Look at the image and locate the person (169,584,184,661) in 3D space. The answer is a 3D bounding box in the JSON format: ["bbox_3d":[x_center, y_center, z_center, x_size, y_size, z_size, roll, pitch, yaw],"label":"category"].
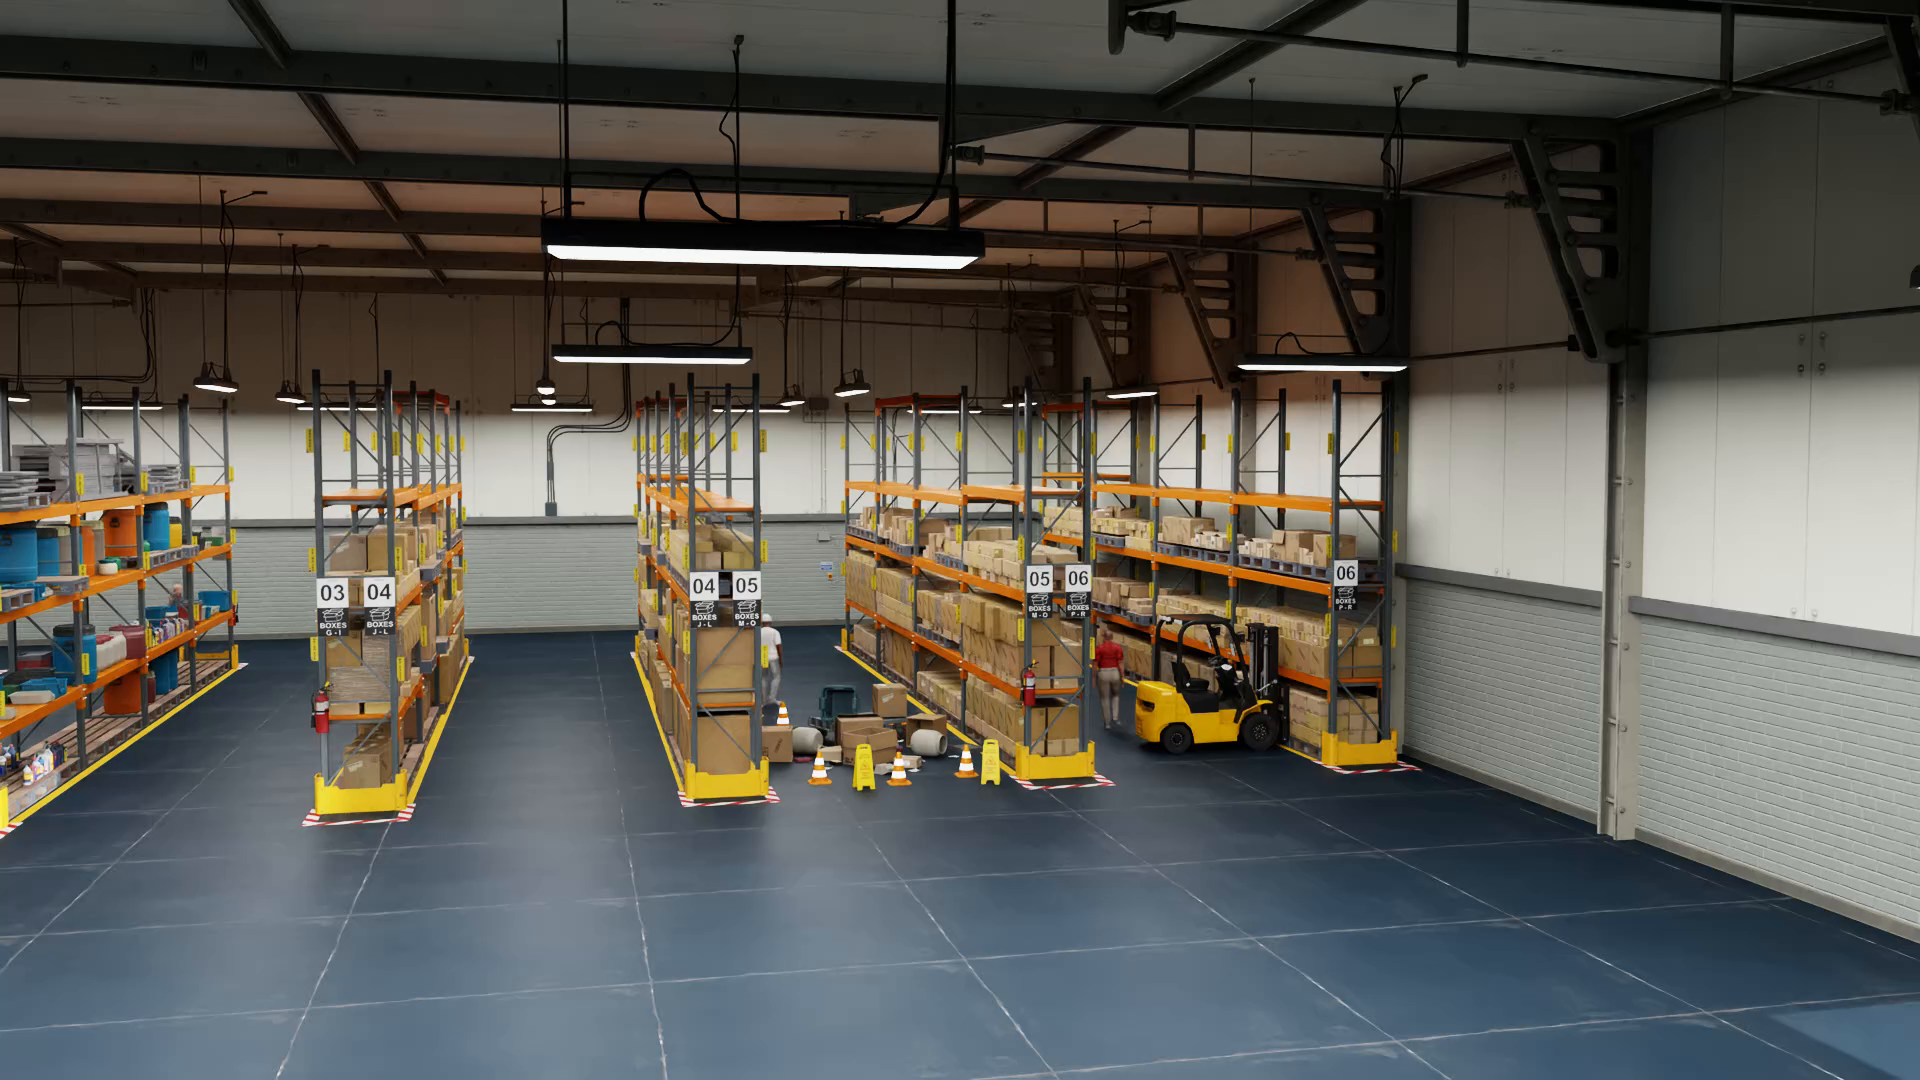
[{"bbox_3d":[-17.908,1.898,38.035,0.522,1.777,0.607,-1,3,-14],"label":"person"}]

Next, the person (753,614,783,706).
[{"bbox_3d":[-3.684,2.293,31.774,0.610,1.765,0.502,1,3,10],"label":"person"}]

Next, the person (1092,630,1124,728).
[{"bbox_3d":[2.605,2.448,29.304,0.573,1.726,0.524,0,3,-3],"label":"person"}]
